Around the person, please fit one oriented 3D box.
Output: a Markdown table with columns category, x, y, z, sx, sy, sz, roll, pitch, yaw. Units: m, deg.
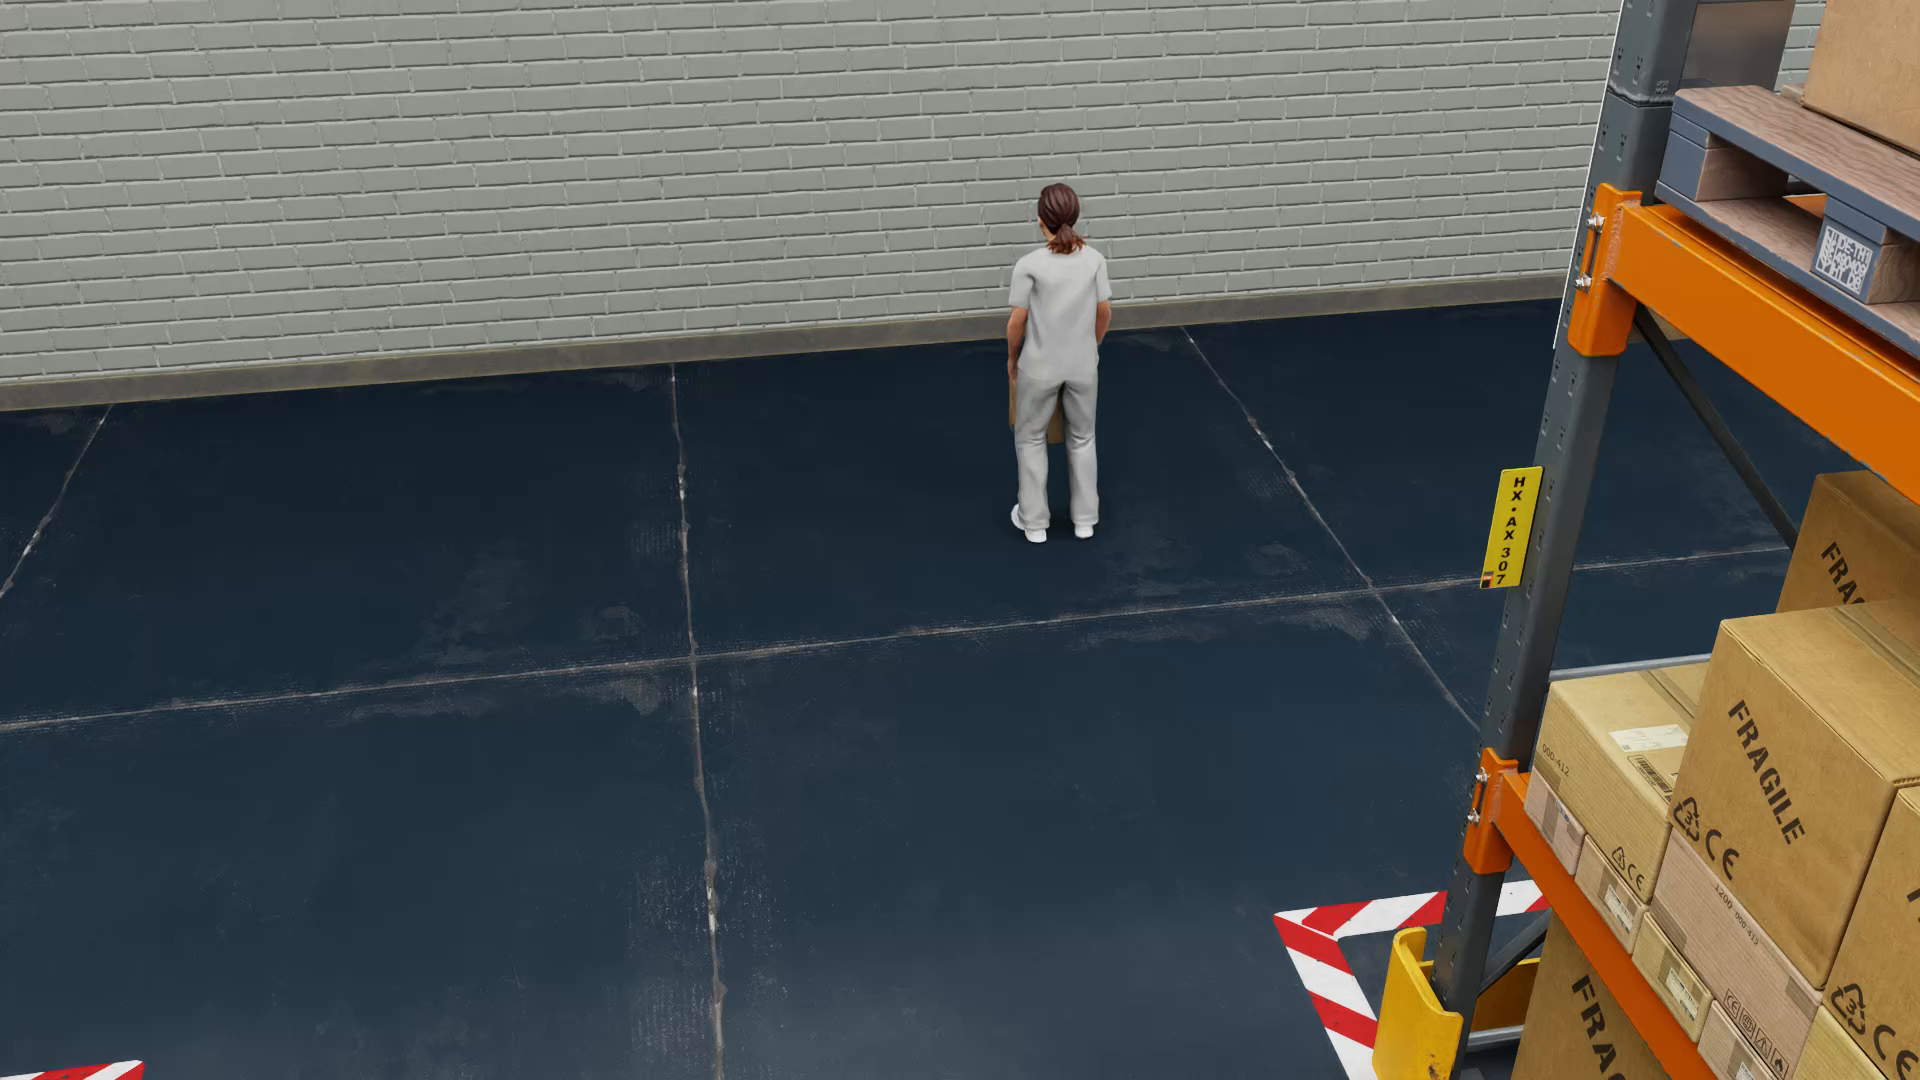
| category | x | y | z | sx | sy | sz | roll | pitch | yaw |
| --- | --- | --- | --- | --- | --- | --- | --- | --- | --- |
| person | 0.431 | -0.770 | 7.422 | 0.474 | 1.676 | 0.364 | -6 | 31 | -10 |
